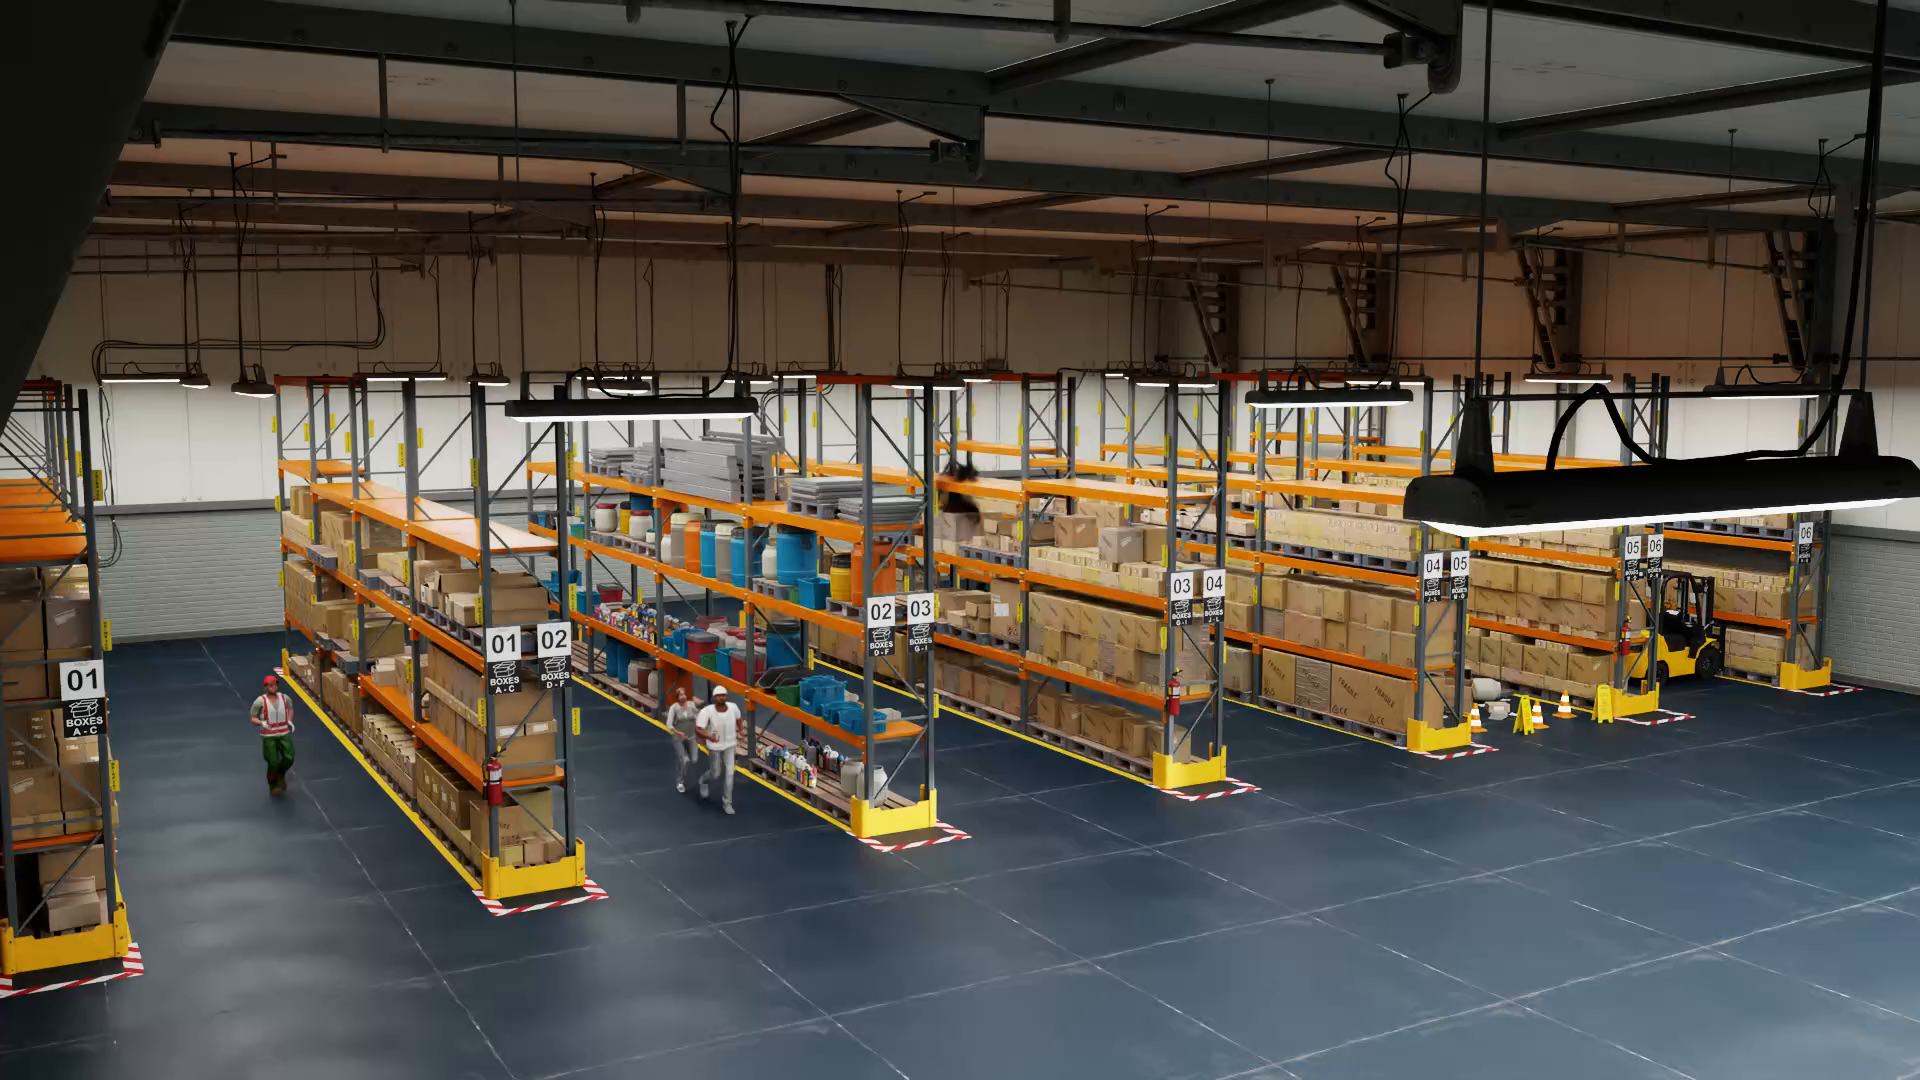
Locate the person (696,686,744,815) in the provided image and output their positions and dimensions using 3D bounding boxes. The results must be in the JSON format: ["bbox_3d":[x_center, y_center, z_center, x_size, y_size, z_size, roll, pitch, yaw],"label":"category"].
[{"bbox_3d":[-3.369,2.908,23.386,0.709,1.766,0.934,-3,7,-25],"label":"person"}]

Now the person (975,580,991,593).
[{"bbox_3d":[0.579,0.980,41.940,0.665,1.537,0.594,3,7,22],"label":"person"}]

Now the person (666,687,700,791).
[{"bbox_3d":[-4.014,2.913,24.288,0.560,1.558,0.605,-3,7,-27],"label":"person"}]

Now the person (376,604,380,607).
[{"bbox_3d":[-12.389,1.680,34.792,0.746,1.767,0.763,1,6,9],"label":"person"}]

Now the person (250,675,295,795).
[{"bbox_3d":[-9.866,2.827,24.018,0.644,1.741,0.578,-5,8,-40],"label":"person"}]
